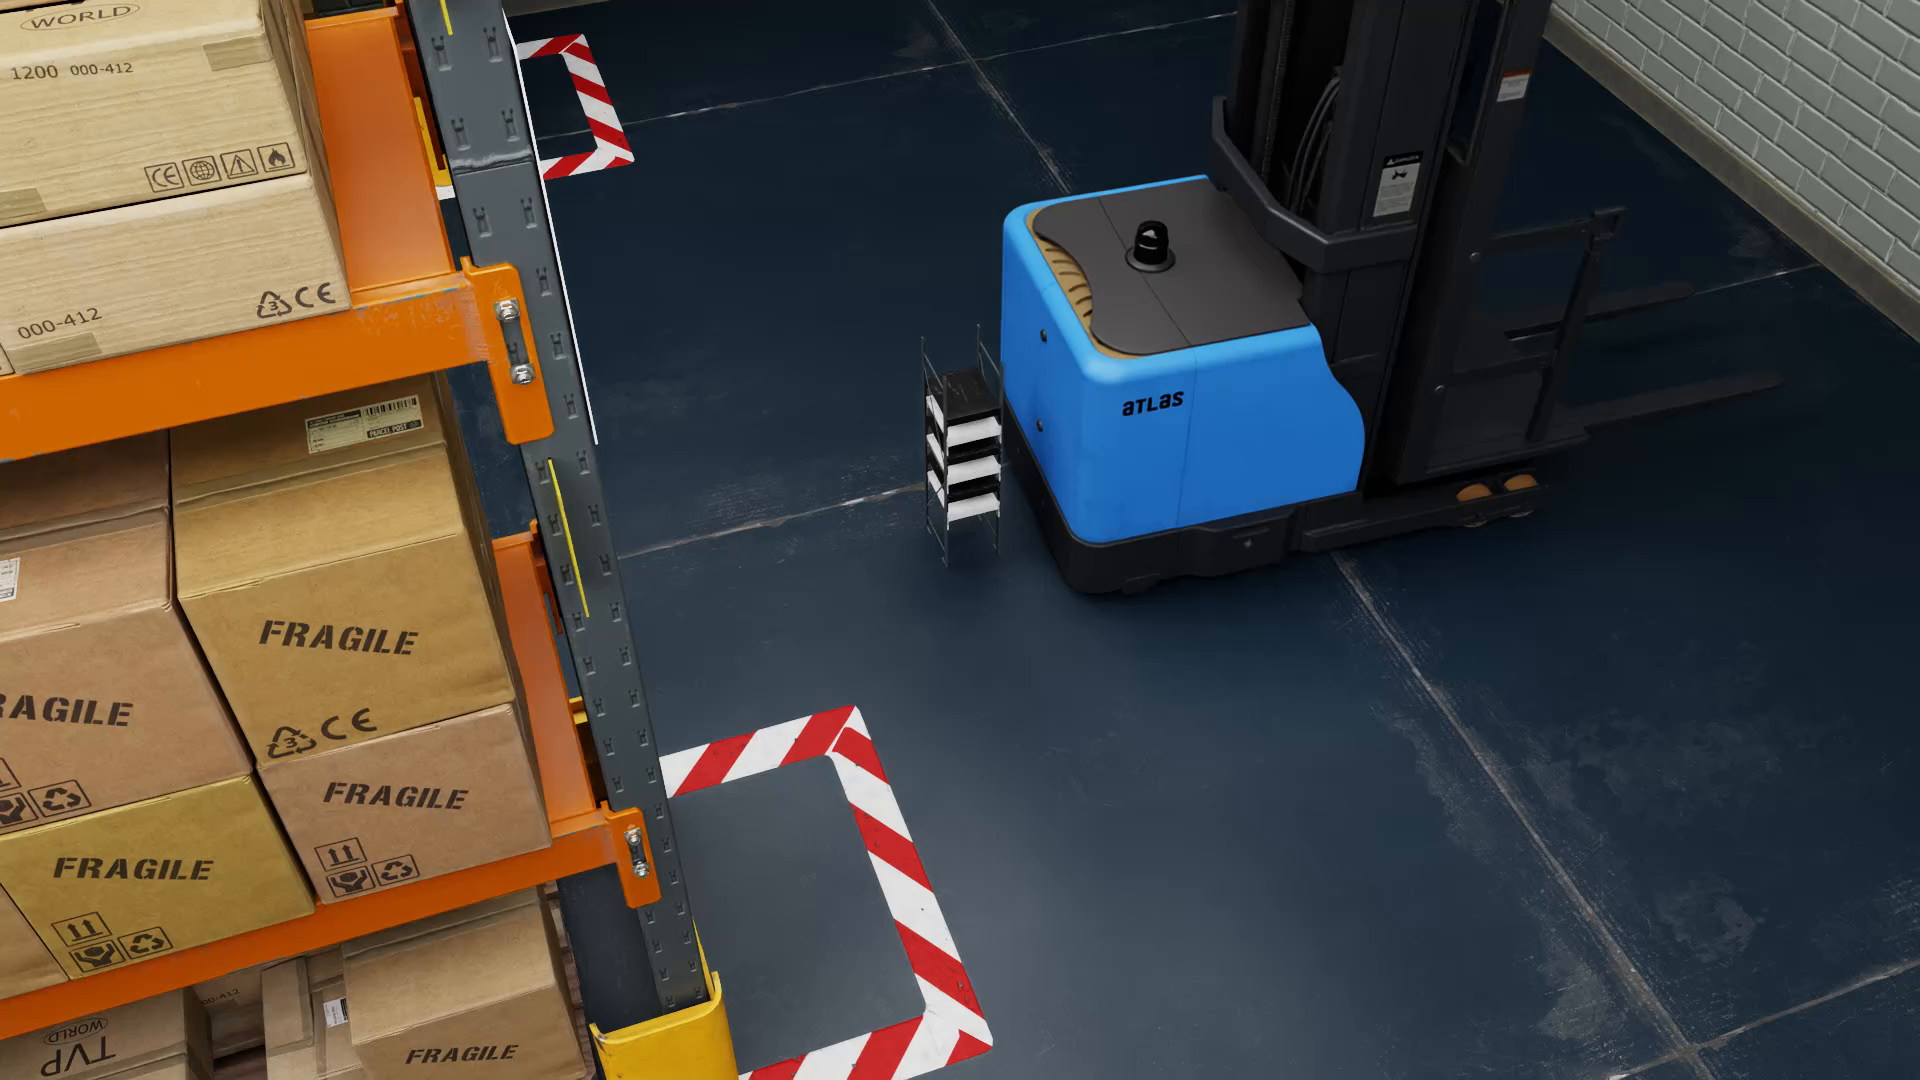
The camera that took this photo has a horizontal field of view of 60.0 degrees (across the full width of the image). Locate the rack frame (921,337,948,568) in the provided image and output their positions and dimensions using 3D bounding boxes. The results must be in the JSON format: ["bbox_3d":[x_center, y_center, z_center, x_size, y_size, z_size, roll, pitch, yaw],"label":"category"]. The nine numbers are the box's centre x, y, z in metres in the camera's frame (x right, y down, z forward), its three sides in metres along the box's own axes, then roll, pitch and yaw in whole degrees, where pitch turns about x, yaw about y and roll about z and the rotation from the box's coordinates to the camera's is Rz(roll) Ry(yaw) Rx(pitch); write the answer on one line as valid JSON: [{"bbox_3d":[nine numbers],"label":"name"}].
[{"bbox_3d":[-0.088,-0.295,5.909,0.006,0.900,0.240,-14,47,-14],"label":"rack frame"}]

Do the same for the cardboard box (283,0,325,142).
[{"bbox_3d":[-1.465,-0.905,3.022,0.500,0.250,0.500,-14,47,-14],"label":"cardboard box"}]

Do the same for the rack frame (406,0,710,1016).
[{"bbox_3d":[-0.896,0.147,3.986,0.127,3.000,1.000,-14,47,-14],"label":"rack frame"}]

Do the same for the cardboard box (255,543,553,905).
[{"bbox_3d":[-1.225,0.400,3.663,0.500,0.500,0.500,-13,47,-13],"label":"cardboard box"}]

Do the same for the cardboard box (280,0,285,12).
[{"bbox_3d":[-1.468,-1.086,2.849,0.500,0.250,0.500,-14,47,-14],"label":"cardboard box"}]

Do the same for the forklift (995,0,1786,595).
[{"bbox_3d":[1.716,-1.431,5.607,3.031,2.935,1.130,-12,46,-11],"label":"forklift"}]

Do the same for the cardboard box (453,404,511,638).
[{"bbox_3d":[-1.403,0.042,4.019,0.500,0.500,0.500,-13,47,-13],"label":"cardboard box"}]

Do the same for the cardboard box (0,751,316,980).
[{"bbox_3d":[-1.712,0.527,3.536,0.500,0.500,0.500,-14,47,-14],"label":"cardboard box"}]

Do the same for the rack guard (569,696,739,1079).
[{"bbox_3d":[-0.967,1.047,4.853,0.348,0.500,1.175,-14,47,-14],"label":"rack guard"}]

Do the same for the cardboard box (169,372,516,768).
[{"bbox_3d":[-1.221,0.049,3.307,0.500,0.500,0.500,-15,47,-14],"label":"cardboard box"}]

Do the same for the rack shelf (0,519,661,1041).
[{"bbox_3d":[-2.777,0.882,3.762,4.000,0.370,1.077,-14,47,-14],"label":"rack shelf"}]

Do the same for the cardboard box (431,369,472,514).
[{"bbox_3d":[-1.403,-0.311,3.665,0.500,0.500,0.500,-13,47,-13],"label":"cardboard box"}]

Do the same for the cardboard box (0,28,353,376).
[{"bbox_3d":[-1.290,-0.560,2.679,0.500,0.250,0.500,-14,47,-14],"label":"cardboard box"}]

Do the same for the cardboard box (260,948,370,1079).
[{"bbox_3d":[-1.735,1.324,4.503,0.250,0.166,0.380,-14,47,-14],"label":"cardboard box"}]

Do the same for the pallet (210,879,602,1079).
[{"bbox_3d":[-1.717,1.342,4.764,1.213,0.211,1.003,-14,47,-14],"label":"pallet"}]

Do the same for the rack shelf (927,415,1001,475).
[{"bbox_3d":[0.008,-0.360,5.893,0.200,0.077,0.258,-14,47,-14],"label":"rack shelf"}]

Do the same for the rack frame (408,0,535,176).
[{"bbox_3d":[-0.896,-1.971,1.861,0.127,3.000,1.000,-14,47,-14],"label":"rack frame"}]

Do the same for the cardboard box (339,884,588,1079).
[{"bbox_3d":[-1.324,1.169,4.422,0.500,0.500,0.500,-14,47,-14],"label":"cardboard box"}]

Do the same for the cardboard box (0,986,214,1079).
[{"bbox_3d":[-2.227,1.465,4.302,0.500,0.250,0.500,-14,47,-14],"label":"cardboard box"}]

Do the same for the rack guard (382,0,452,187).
[{"bbox_3d":[-2.559,-2.276,8.165,0.348,0.500,1.175,-14,47,-14],"label":"rack guard"}]

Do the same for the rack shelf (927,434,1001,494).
[{"bbox_3d":[0.008,-0.296,5.957,0.200,0.077,0.258,-14,47,-14],"label":"rack shelf"}]

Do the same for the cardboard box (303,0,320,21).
[{"bbox_3d":[-3.206,-2.184,7.777,0.500,0.500,0.700,-14,47,-14],"label":"cardboard box"}]

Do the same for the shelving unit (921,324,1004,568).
[{"bbox_3d":[0.008,-0.320,5.933,0.210,0.900,0.258,-14,47,-14],"label":"shelving unit"}]

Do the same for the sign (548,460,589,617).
[{"bbox_3d":[-0.726,0.001,3.091,0.005,0.325,0.100,-14,47,-14],"label":"sign"}]

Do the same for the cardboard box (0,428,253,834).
[{"bbox_3d":[-1.696,0.171,3.186,0.500,0.500,0.500,-13,47,-13],"label":"cardboard box"}]

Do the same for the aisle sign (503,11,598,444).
[{"bbox_3d":[-0.728,-0.583,2.878,0.004,0.787,0.394,-14,47,-14],"label":"aisle sign"}]

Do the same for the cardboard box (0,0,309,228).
[{"bbox_3d":[-1.293,-0.742,2.507,0.500,0.250,0.500,-14,47,-14],"label":"cardboard box"}]

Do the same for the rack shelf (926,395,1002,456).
[{"bbox_3d":[0.008,-0.423,5.829,0.200,0.077,0.258,-14,47,-14],"label":"rack shelf"}]

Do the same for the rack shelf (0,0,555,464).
[{"bbox_3d":[-2.777,-0.177,2.699,4.000,0.370,1.077,-14,47,-14],"label":"rack shelf"}]

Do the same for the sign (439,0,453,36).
[{"bbox_3d":[-0.726,-0.850,2.237,0.005,0.325,0.100,-14,47,-14],"label":"sign"}]

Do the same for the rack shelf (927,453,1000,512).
[{"bbox_3d":[0.008,-0.233,6.021,0.200,0.077,0.258,-14,47,-14],"label":"rack shelf"}]

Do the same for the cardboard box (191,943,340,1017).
[{"bbox_3d":[-1.974,1.024,4.742,0.500,0.250,0.500,-14,47,-14],"label":"cardboard box"}]

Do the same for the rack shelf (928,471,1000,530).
[{"bbox_3d":[0.008,-0.169,6.084,0.200,0.077,0.258,-14,47,-14],"label":"rack shelf"}]

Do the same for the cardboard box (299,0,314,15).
[{"bbox_3d":[-3.156,-2.576,7.710,0.250,0.149,0.380,-14,47,-14],"label":"cardboard box"}]

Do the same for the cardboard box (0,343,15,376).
[{"bbox_3d":[-1.764,-0.447,2.566,0.500,0.250,0.500,-14,47,-14],"label":"cardboard box"}]

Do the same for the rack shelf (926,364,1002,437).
[{"bbox_3d":[0.008,-0.487,5.766,0.200,0.077,0.258,-14,47,-14],"label":"rack shelf"}]

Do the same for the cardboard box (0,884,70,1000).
[{"bbox_3d":[-2.183,0.644,3.420,0.500,0.500,0.500,-14,47,-14],"label":"cardboard box"}]

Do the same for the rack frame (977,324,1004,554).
[{"bbox_3d":[0.103,-0.344,5.958,0.006,0.900,0.240,-14,47,-14],"label":"rack frame"}]
